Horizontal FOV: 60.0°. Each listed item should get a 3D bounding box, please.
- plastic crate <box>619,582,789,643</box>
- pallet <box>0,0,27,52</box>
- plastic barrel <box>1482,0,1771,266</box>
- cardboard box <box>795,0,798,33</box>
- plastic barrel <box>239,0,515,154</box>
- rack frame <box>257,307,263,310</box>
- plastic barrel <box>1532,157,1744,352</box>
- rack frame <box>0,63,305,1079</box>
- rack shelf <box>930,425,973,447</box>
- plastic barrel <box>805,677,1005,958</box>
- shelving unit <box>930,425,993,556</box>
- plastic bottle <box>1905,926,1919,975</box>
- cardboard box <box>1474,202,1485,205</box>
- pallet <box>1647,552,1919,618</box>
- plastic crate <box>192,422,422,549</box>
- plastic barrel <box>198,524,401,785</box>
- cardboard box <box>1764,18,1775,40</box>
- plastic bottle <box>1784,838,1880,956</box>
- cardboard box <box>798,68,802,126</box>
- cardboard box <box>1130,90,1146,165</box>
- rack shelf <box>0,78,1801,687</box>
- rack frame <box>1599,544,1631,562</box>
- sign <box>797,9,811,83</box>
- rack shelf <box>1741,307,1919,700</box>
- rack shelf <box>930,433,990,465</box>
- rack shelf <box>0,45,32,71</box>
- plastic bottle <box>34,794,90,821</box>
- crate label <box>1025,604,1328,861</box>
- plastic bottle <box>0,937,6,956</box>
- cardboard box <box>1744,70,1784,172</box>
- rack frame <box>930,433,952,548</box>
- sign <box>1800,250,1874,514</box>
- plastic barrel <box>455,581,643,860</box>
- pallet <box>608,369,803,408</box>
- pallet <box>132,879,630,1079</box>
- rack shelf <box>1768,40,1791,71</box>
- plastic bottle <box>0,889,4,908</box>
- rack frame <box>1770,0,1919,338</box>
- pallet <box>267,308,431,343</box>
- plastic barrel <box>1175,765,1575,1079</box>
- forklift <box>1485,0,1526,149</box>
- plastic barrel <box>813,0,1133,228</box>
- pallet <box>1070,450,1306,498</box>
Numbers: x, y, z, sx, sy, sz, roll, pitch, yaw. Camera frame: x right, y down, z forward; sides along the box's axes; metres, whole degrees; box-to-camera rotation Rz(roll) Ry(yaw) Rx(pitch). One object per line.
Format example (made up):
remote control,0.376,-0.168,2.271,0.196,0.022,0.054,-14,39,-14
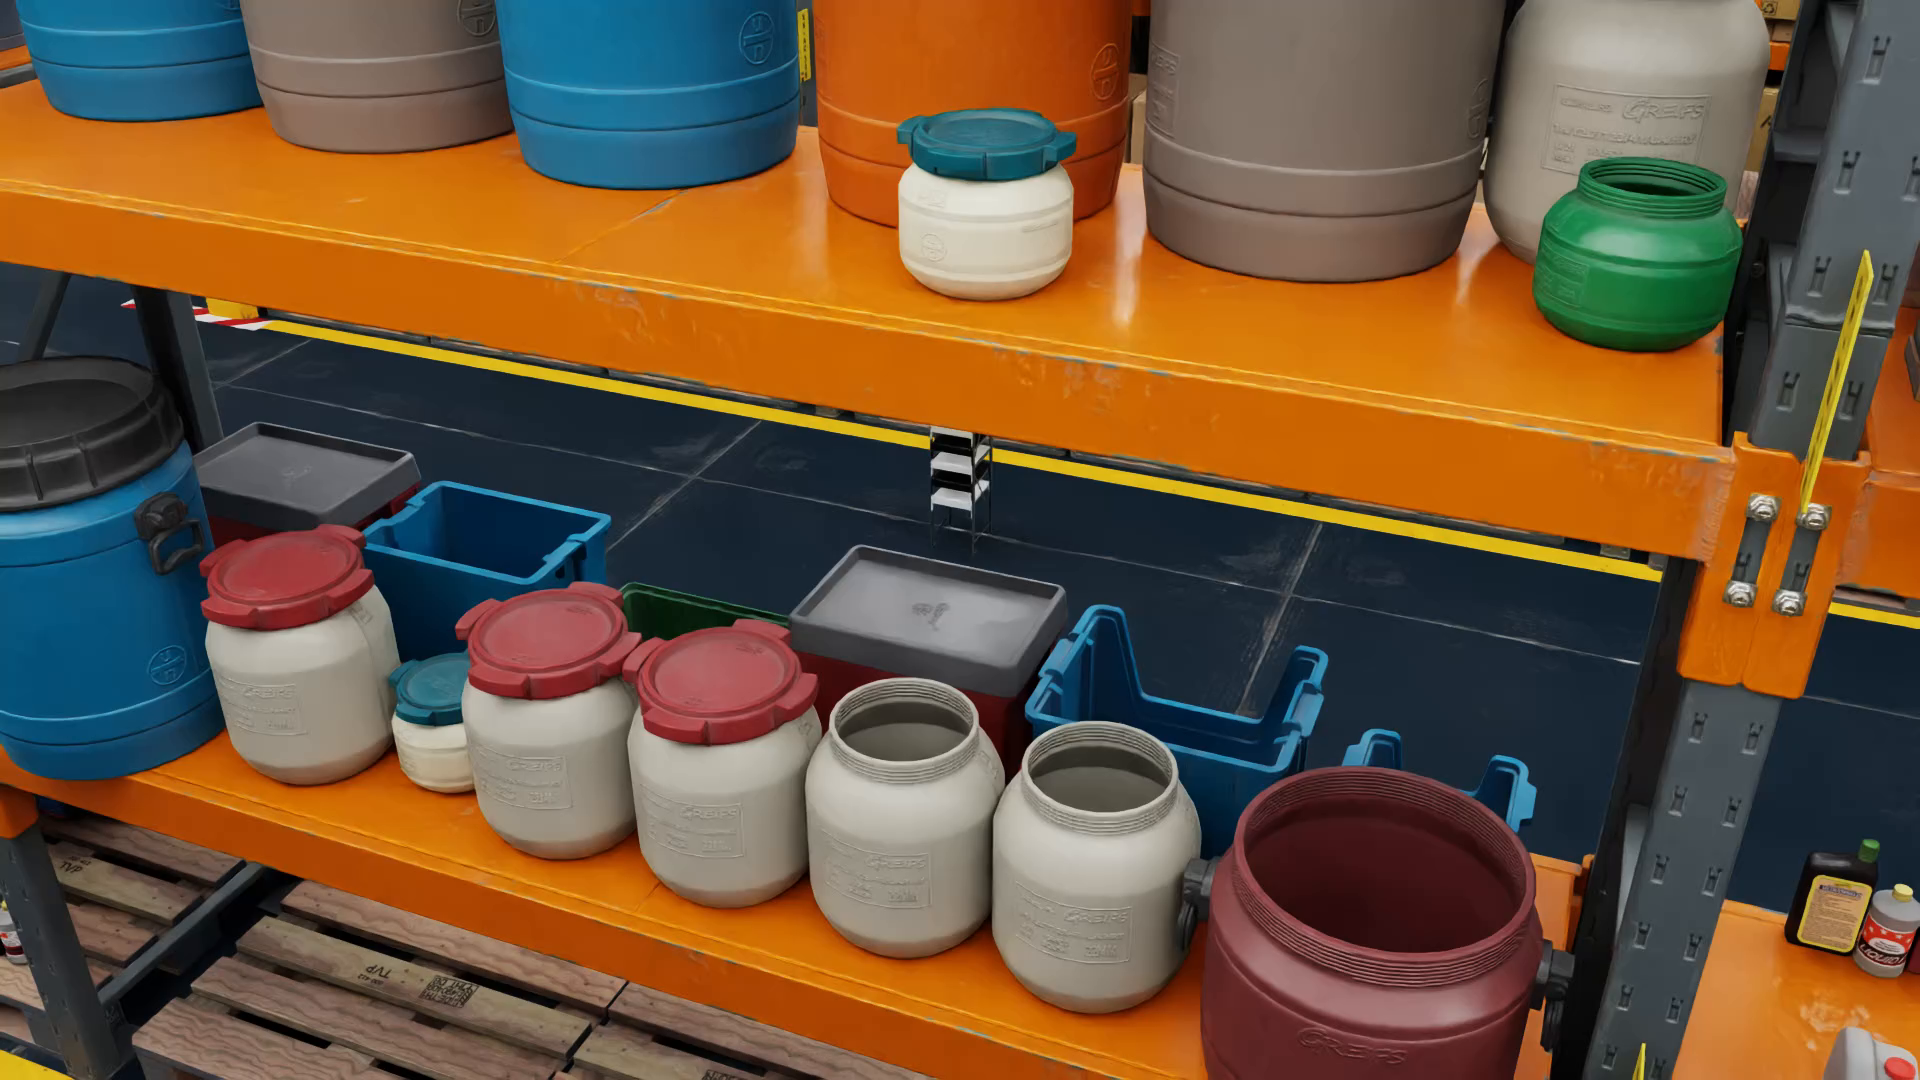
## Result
plastic crate,-0.677,0.357,4.286,0.662,0.188,0.450,11,31,19
pallet,-3.103,-1.242,4.042,1.003,0.211,1.213,11,31,19
plastic barrel,1.137,-0.741,2.850,0.421,0.512,0.421,0,29,0
cardboard box,-0.945,-2.875,8.367,0.500,0.500,0.700,11,31,19
plastic barrel,-1.238,-1.337,3.509,0.600,0.901,0.600,0,29,0
rack frame,-4.238,-2.927,9.880,0.127,3.000,1.000,11,31,19
plastic barrel,1.061,-0.450,2.607,0.294,0.245,0.294,0,29,0
rack frame,-2.397,0.071,4.576,0.127,3.000,1.000,11,31,19
rack shelf,0.008,-0.518,7.454,0.200,0.077,0.258,11,31,19
plastic barrel,-0.115,0.591,3.542,0.421,0.512,0.421,0,29,0
shelving unit,0.008,-0.390,7.526,0.210,0.900,0.258,11,31,19
plastic bottle,2.058,0.785,3.432,0.133,0.283,0.061,11,31,19
cardboard box,2.238,-1.378,7.395,0.250,0.149,0.380,11,31,19
pallet,3.853,-0.078,7.673,1.213,0.211,1.003,11,31,19
plastic crate,-1.834,-0.007,4.649,0.583,0.464,0.402,11,31,19
plastic barrel,-1.593,0.289,4.053,0.433,0.535,0.433,0,29,0
cardboard box,5.252,-3.439,11.021,0.250,0.149,0.380,11,31,18
plastic bottle,1.845,0.742,3.507,0.133,0.283,0.061,11,31,19
cardboard box,-0.945,-2.310,8.686,0.500,0.500,0.700,10,31,18
cardboard box,1.126,-1.891,7.945,0.500,0.500,0.500,11,31,19
rack shelf,-0.544,-0.552,3.361,4.000,0.370,1.077,11,31,19
rack frame,3.175,-1.447,7.262,0.127,3.000,1.000,11,31,19
sign,-0.739,-2.345,7.890,0.005,0.325,0.100,11,31,19
rack shelf,3.163,0.188,2.051,4.000,0.370,1.077,11,31,19
rack shelf,0.008,-0.440,7.498,0.200,0.077,0.258,11,31,19
rack shelf,-4.251,-1.292,4.670,4.000,0.370,1.077,11,31,19
plastic bottle,-3.043,0.760,5.602,0.185,0.351,0.144,11,31,19
crate label,0.490,0.488,3.802,0.616,0.435,0.502,11,31,19
plastic bottle,-2.967,1.123,5.028,0.133,0.283,0.061,13,32,22
cardboard box,5.666,-2.757,11.338,0.750,0.750,0.750,11,31,18
rack frame,-0.087,-0.409,7.559,0.006,0.900,0.240,11,31,19
sign,1.109,-0.197,2.109,0.005,0.325,0.100,11,31,19
plastic barrel,-0.913,0.424,3.813,0.433,0.535,0.433,0,29,0
pallet,-1.253,-1.139,9.551,1.213,0.211,1.003,11,31,19
pallet,-1.655,1.412,5.037,1.213,0.211,1.003,11,31,19
rack shelf,6.887,-3.023,10.781,4.000,0.370,1.077,11,31,19
plastic bottle,-3.048,0.979,5.214,0.185,0.351,0.144,11,31,19
rack frame,1.309,-1.801,1.791,0.127,3.000,1.000,11,31,19
pallet,-3.514,-1.591,10.350,1.213,0.211,1.003,11,31,19
plastic barrel,0.765,0.804,3.141,0.708,0.536,0.600,11,31,19
forklift,3.027,-2.689,9.530,3.031,2.935,1.130,-25,38,-37
plastic barrel,0.024,-1.054,3.081,0.708,0.830,0.600,11,31,19
pallet,1.300,-0.630,8.649,1.213,0.211,1.003,11,31,19
